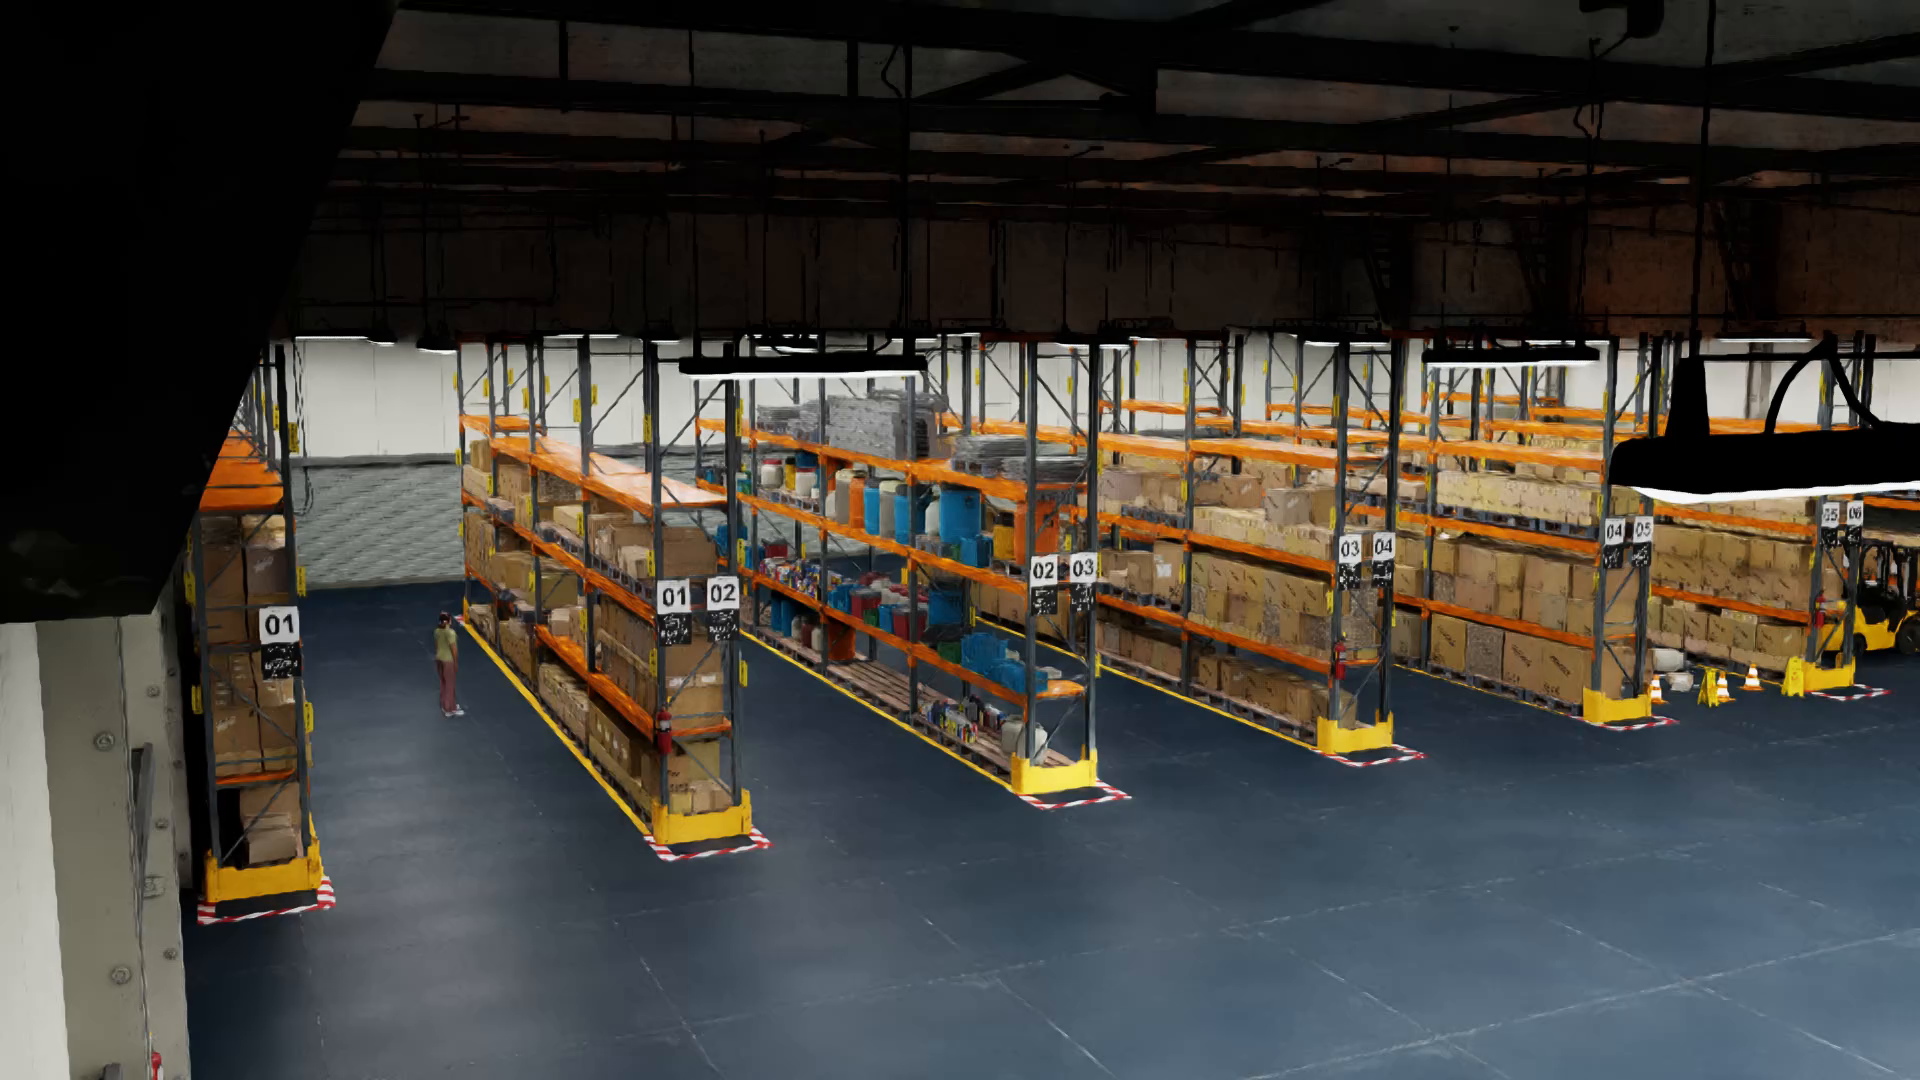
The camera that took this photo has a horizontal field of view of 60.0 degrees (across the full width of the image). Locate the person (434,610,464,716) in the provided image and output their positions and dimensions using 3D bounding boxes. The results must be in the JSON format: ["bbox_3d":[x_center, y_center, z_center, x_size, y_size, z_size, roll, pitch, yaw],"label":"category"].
[{"bbox_3d":[-8.111,1.934,26.433,0.499,1.677,0.432,5,9,35],"label":"person"}]

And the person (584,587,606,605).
[{"bbox_3d":[-7.139,1.142,32.739,0.478,1.554,1.074,-4,9,-26],"label":"person"}]

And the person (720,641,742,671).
[{"bbox_3d":[-4.013,1.671,28.668,0.445,1.590,1.110,-3,8,-22],"label":"person"}]

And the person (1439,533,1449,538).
[{"bbox_3d":[10.121,0.732,34.971,0.581,1.768,0.641,0,8,-2],"label":"person"}]

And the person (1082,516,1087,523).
[{"bbox_3d":[3.212,-0.314,43.651,0.487,1.558,0.658,3,8,22],"label":"person"}]
